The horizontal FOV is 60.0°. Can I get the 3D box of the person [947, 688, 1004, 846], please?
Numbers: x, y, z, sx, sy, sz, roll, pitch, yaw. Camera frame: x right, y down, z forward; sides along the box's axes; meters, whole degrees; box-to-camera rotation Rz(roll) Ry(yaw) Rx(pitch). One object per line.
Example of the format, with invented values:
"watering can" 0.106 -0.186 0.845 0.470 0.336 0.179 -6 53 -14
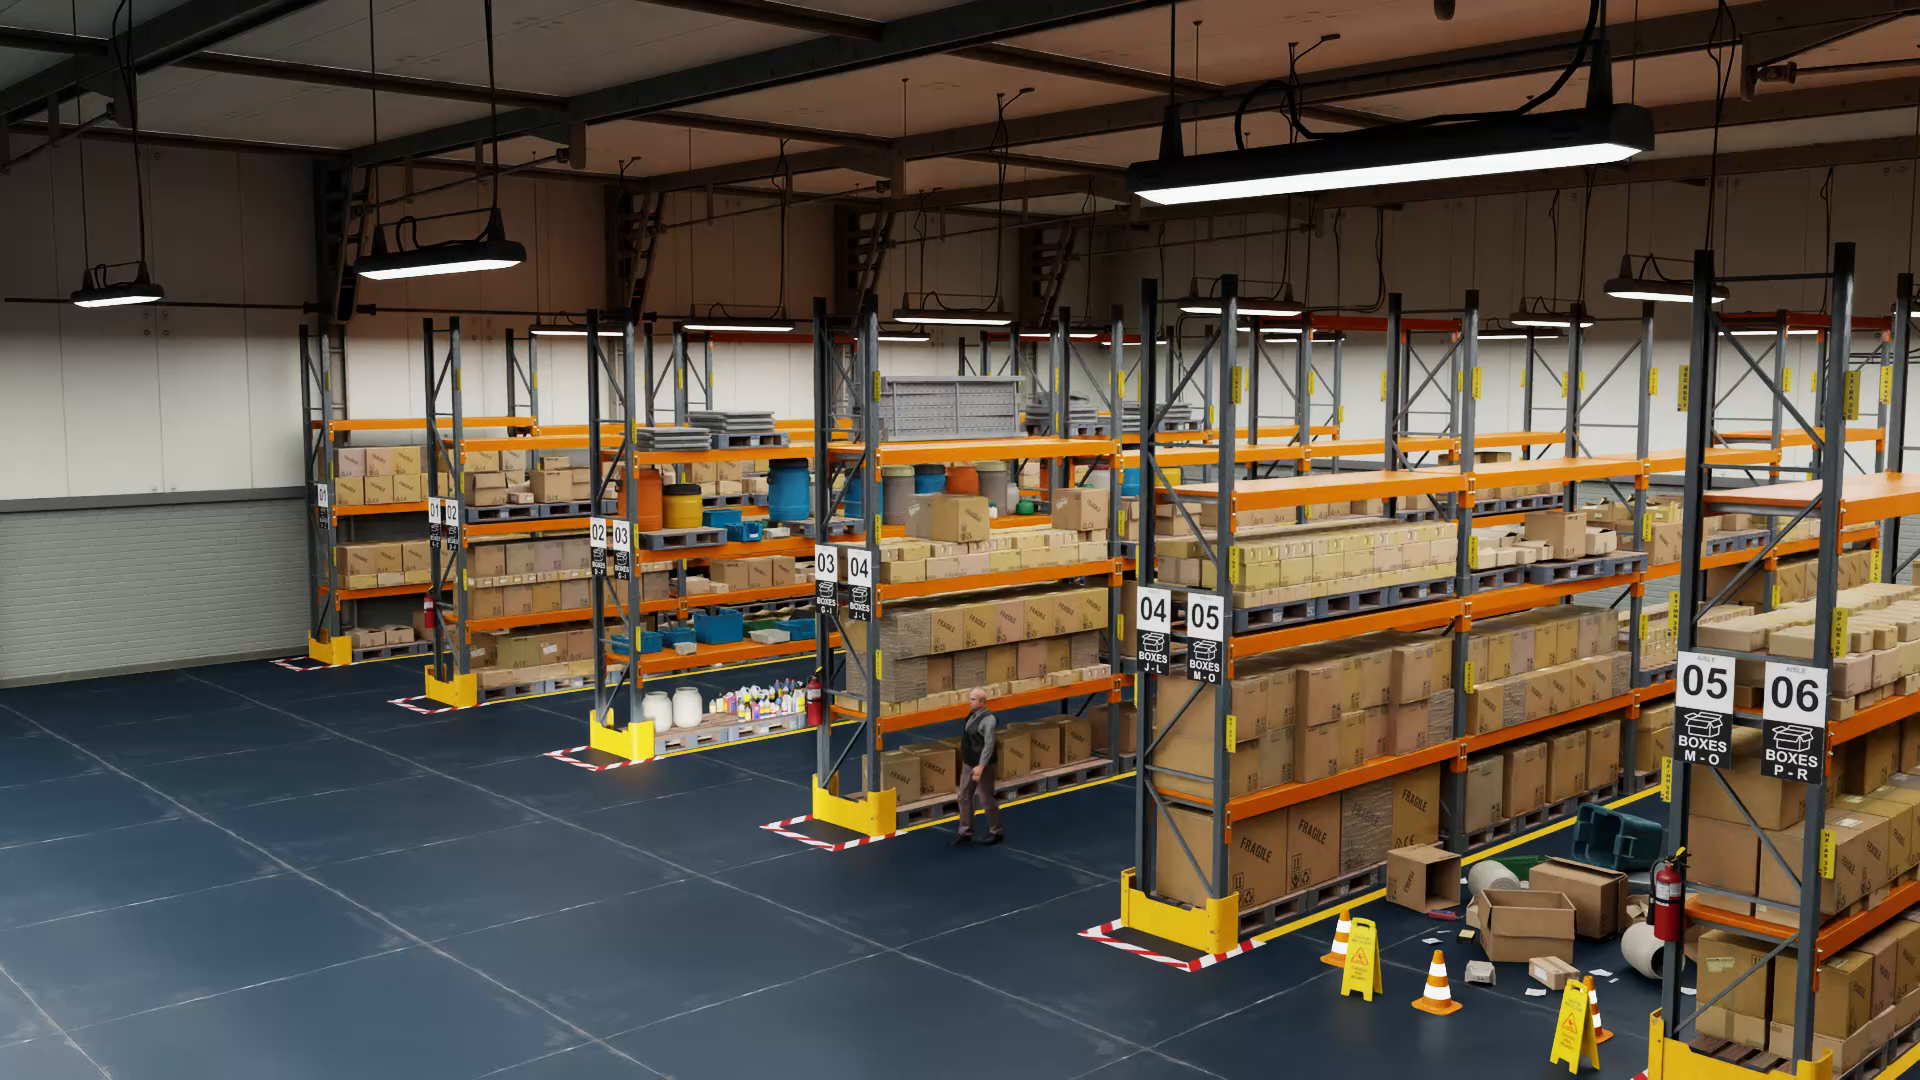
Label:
"person" 0.182 2.486 18.184 0.632 1.748 0.591 -3 6 -27
